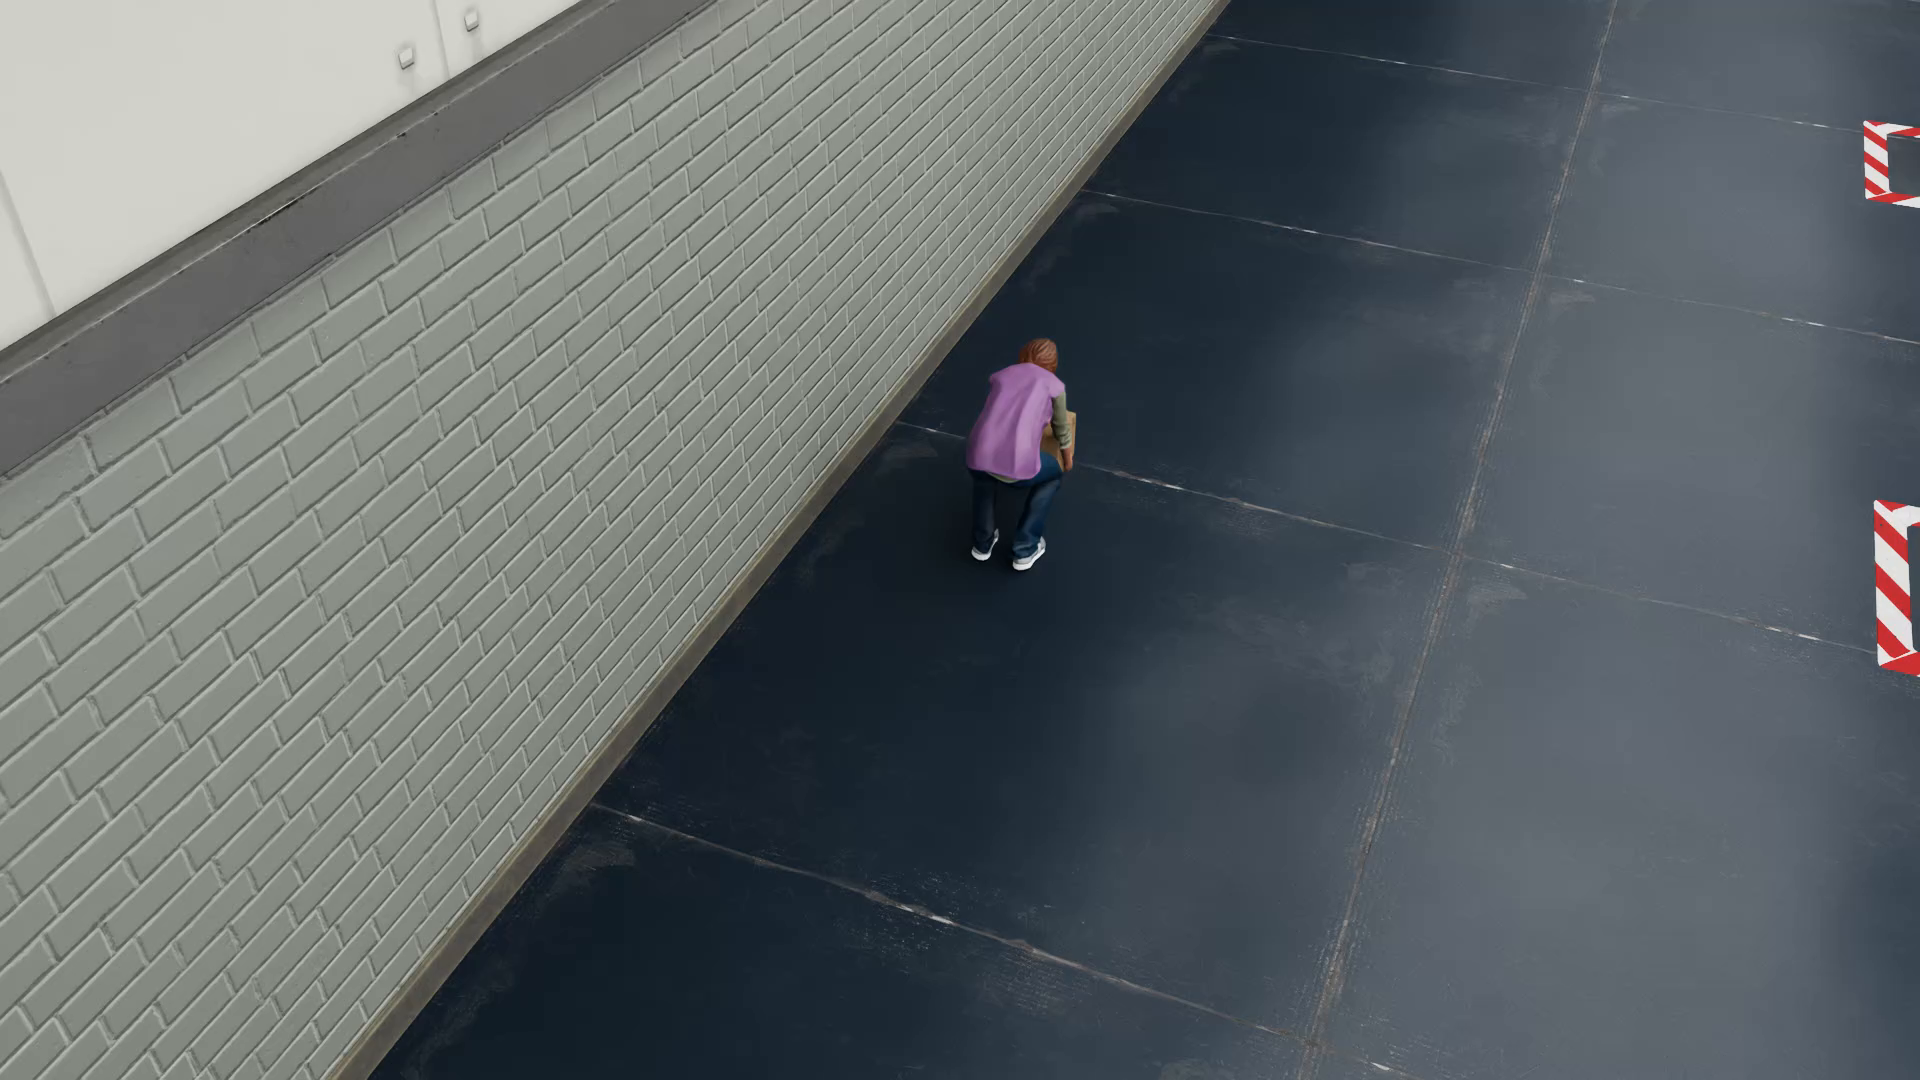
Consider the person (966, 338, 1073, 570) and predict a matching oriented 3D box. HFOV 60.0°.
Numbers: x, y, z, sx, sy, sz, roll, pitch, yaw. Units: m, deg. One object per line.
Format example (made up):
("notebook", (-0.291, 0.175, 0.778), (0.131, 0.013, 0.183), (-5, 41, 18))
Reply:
("person", (0.281, -0.386, 7.875), (0.431, 0.914, 0.861), (12, 40, 15))
